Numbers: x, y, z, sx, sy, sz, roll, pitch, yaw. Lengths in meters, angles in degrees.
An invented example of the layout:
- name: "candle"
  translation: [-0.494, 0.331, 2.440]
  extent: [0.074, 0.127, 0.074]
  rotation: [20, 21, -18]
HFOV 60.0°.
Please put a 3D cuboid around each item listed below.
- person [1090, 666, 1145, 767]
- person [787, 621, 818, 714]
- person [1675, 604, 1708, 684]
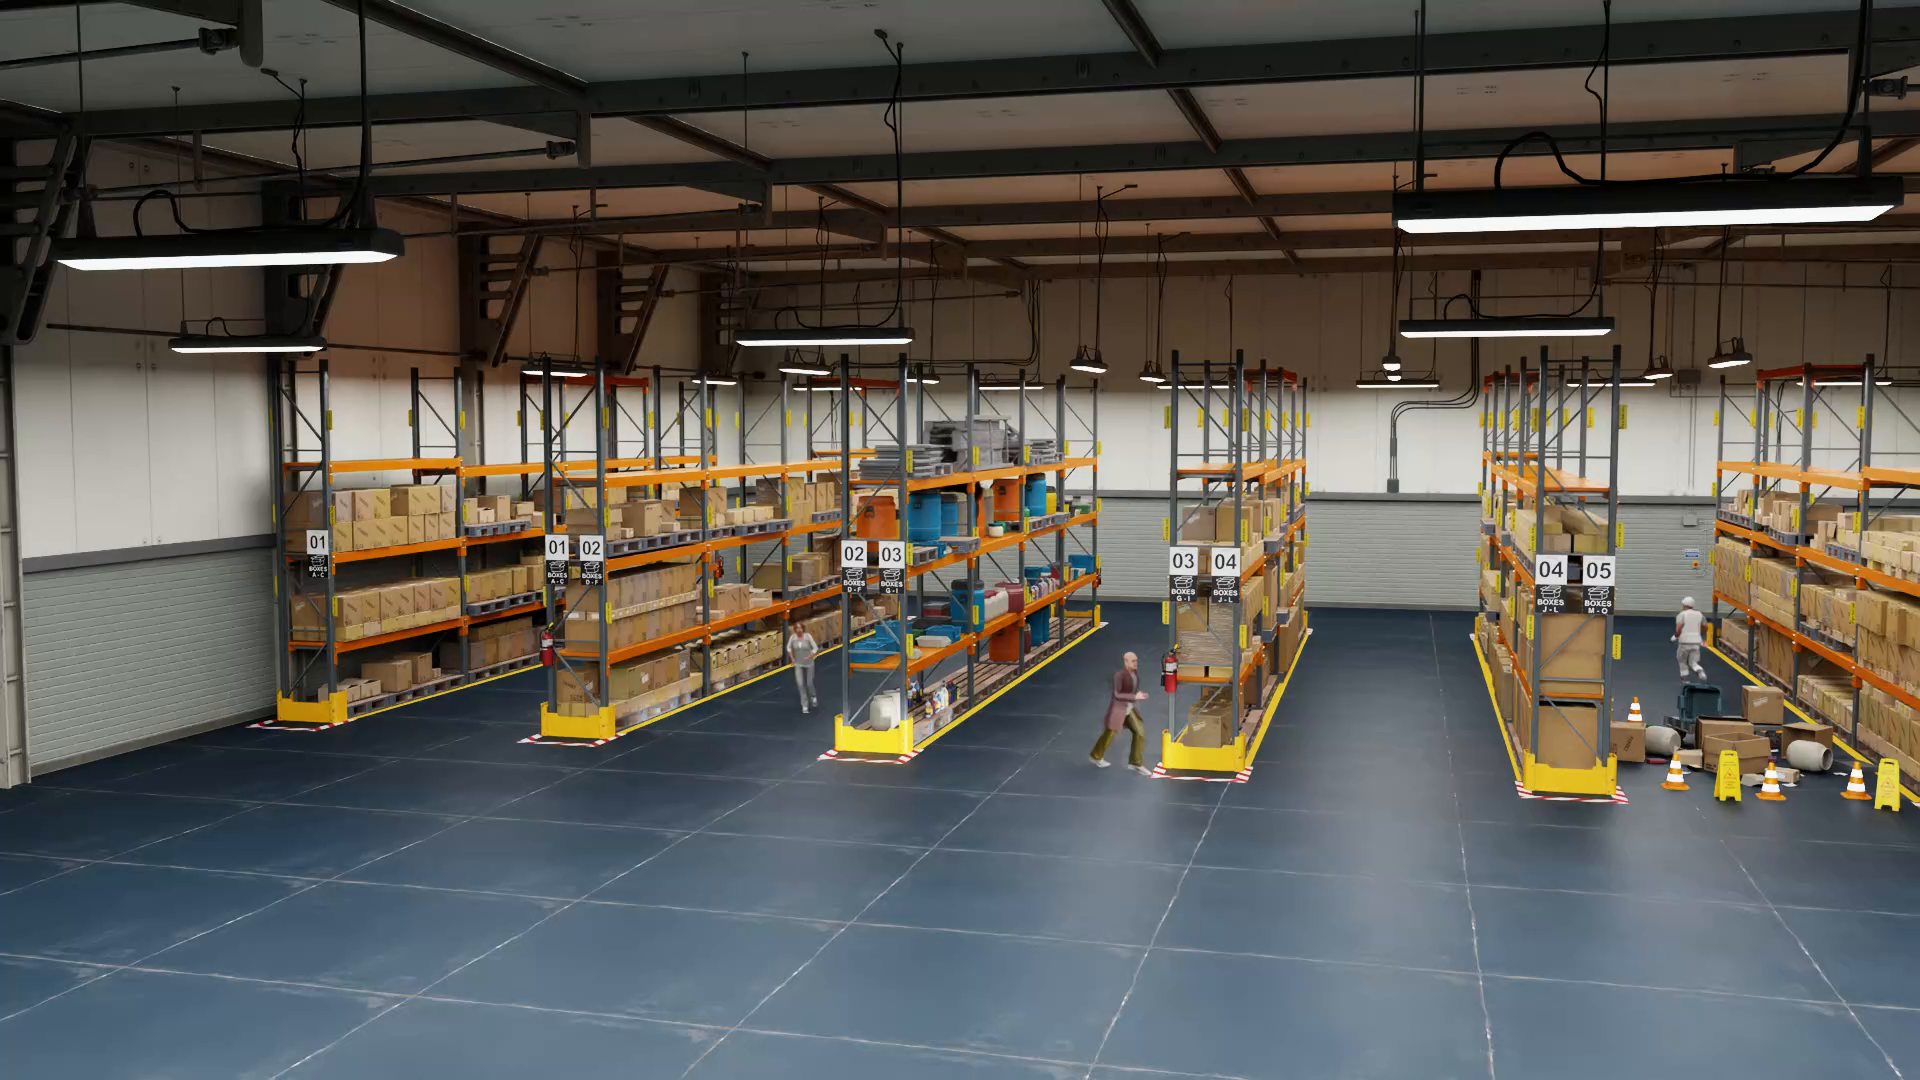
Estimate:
- name: "person"
  translation: [2.232, 2.460, 23.532]
  extent: [0.689, 1.433, 0.906]
  rotation: [-4, 6, -44]
- name: "person"
  translation: [-2.703, 2.155, 28.561]
  extent: [0.561, 1.567, 0.777]
  rotation: [1, 4, 9]
- name: "person"
  translation: [13.607, 1.926, 30.709]
  extent: [0.529, 1.630, 0.684]
  rotation: [0, 4, -3]
